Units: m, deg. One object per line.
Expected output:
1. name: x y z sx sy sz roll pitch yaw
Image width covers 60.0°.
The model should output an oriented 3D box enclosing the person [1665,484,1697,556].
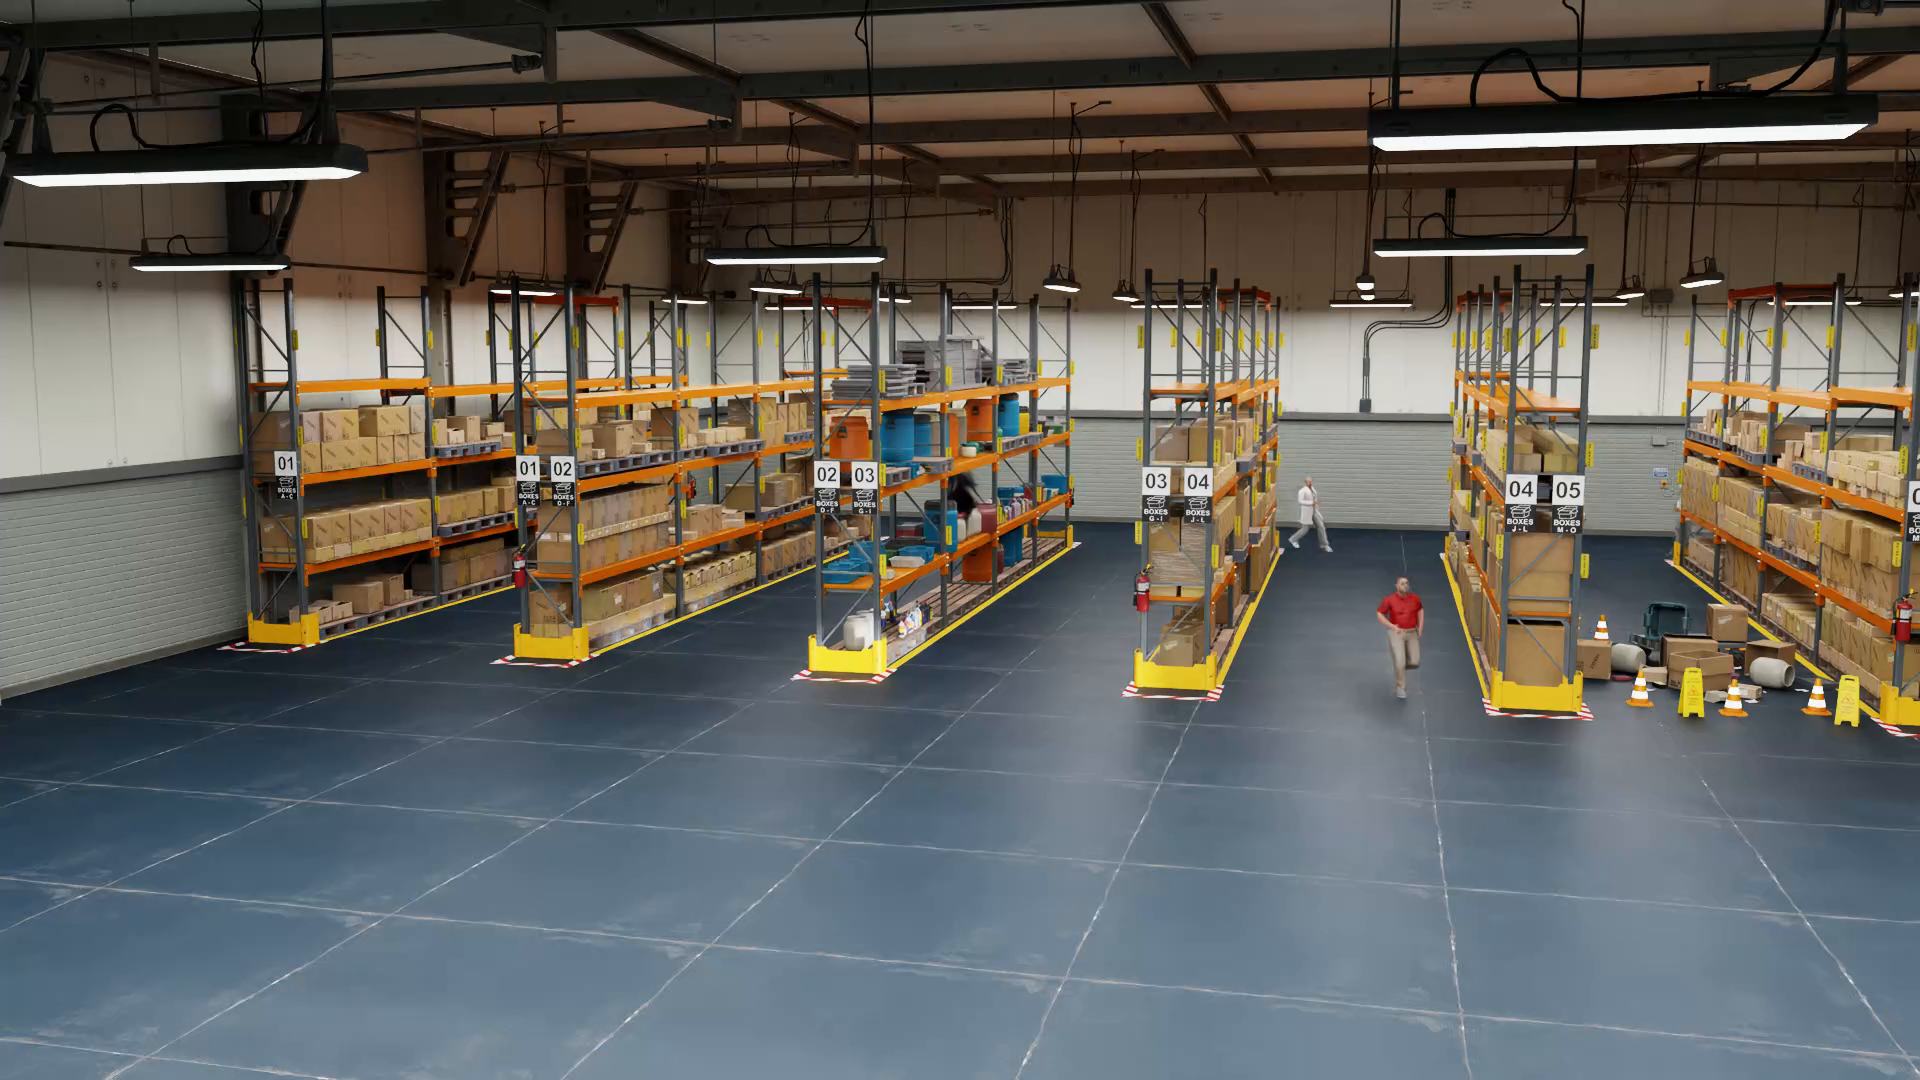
1. person: 16.741 -0.446 38.324 0.861 1.793 0.714 3 8 27

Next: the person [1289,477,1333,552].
1. person: 8.310 -0.526 39.638 0.719 1.584 1.062 -6 9 -39

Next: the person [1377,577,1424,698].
1. person: 6.255 1.363 23.554 0.700 1.694 0.568 -1 7 -9
